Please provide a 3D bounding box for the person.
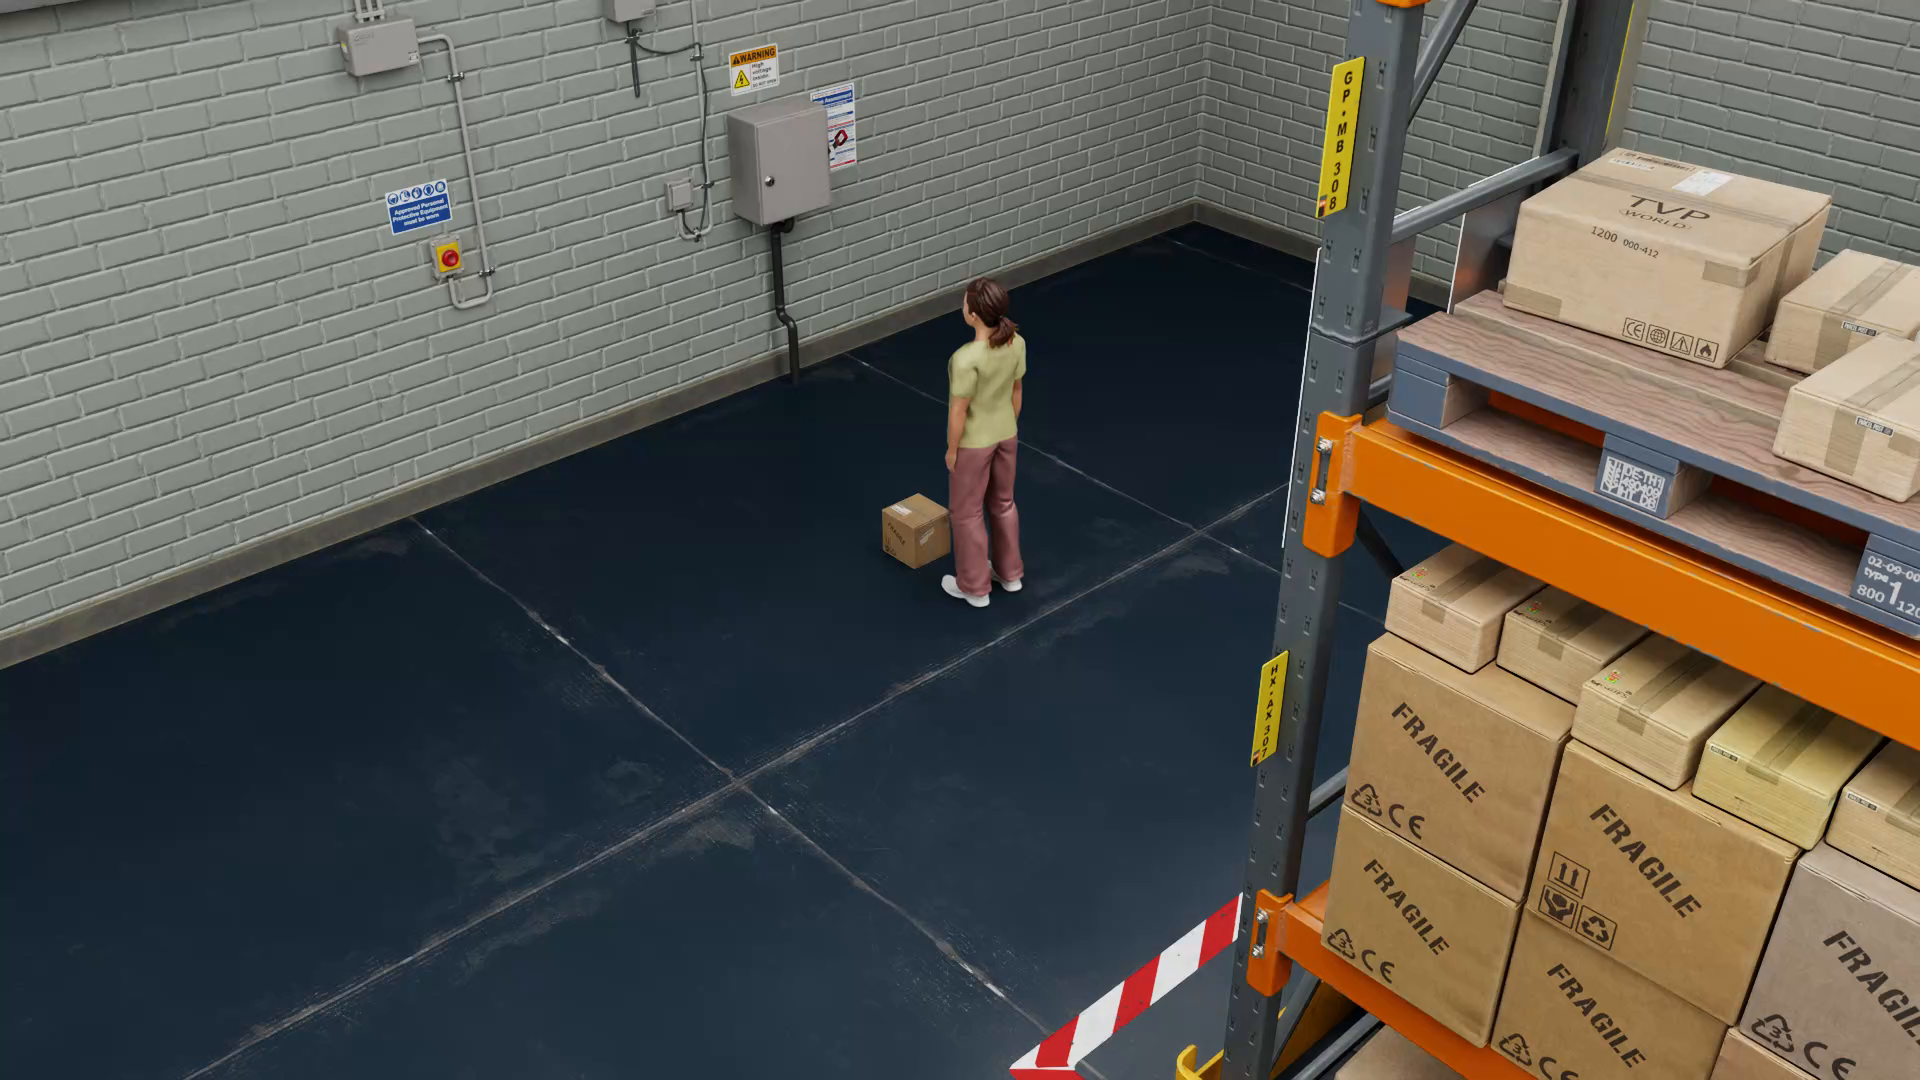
[{"bbox_3d":[0.110,-0.453,7.878,0.439,1.675,0.353,-25,40,-34],"label":"person"}]
